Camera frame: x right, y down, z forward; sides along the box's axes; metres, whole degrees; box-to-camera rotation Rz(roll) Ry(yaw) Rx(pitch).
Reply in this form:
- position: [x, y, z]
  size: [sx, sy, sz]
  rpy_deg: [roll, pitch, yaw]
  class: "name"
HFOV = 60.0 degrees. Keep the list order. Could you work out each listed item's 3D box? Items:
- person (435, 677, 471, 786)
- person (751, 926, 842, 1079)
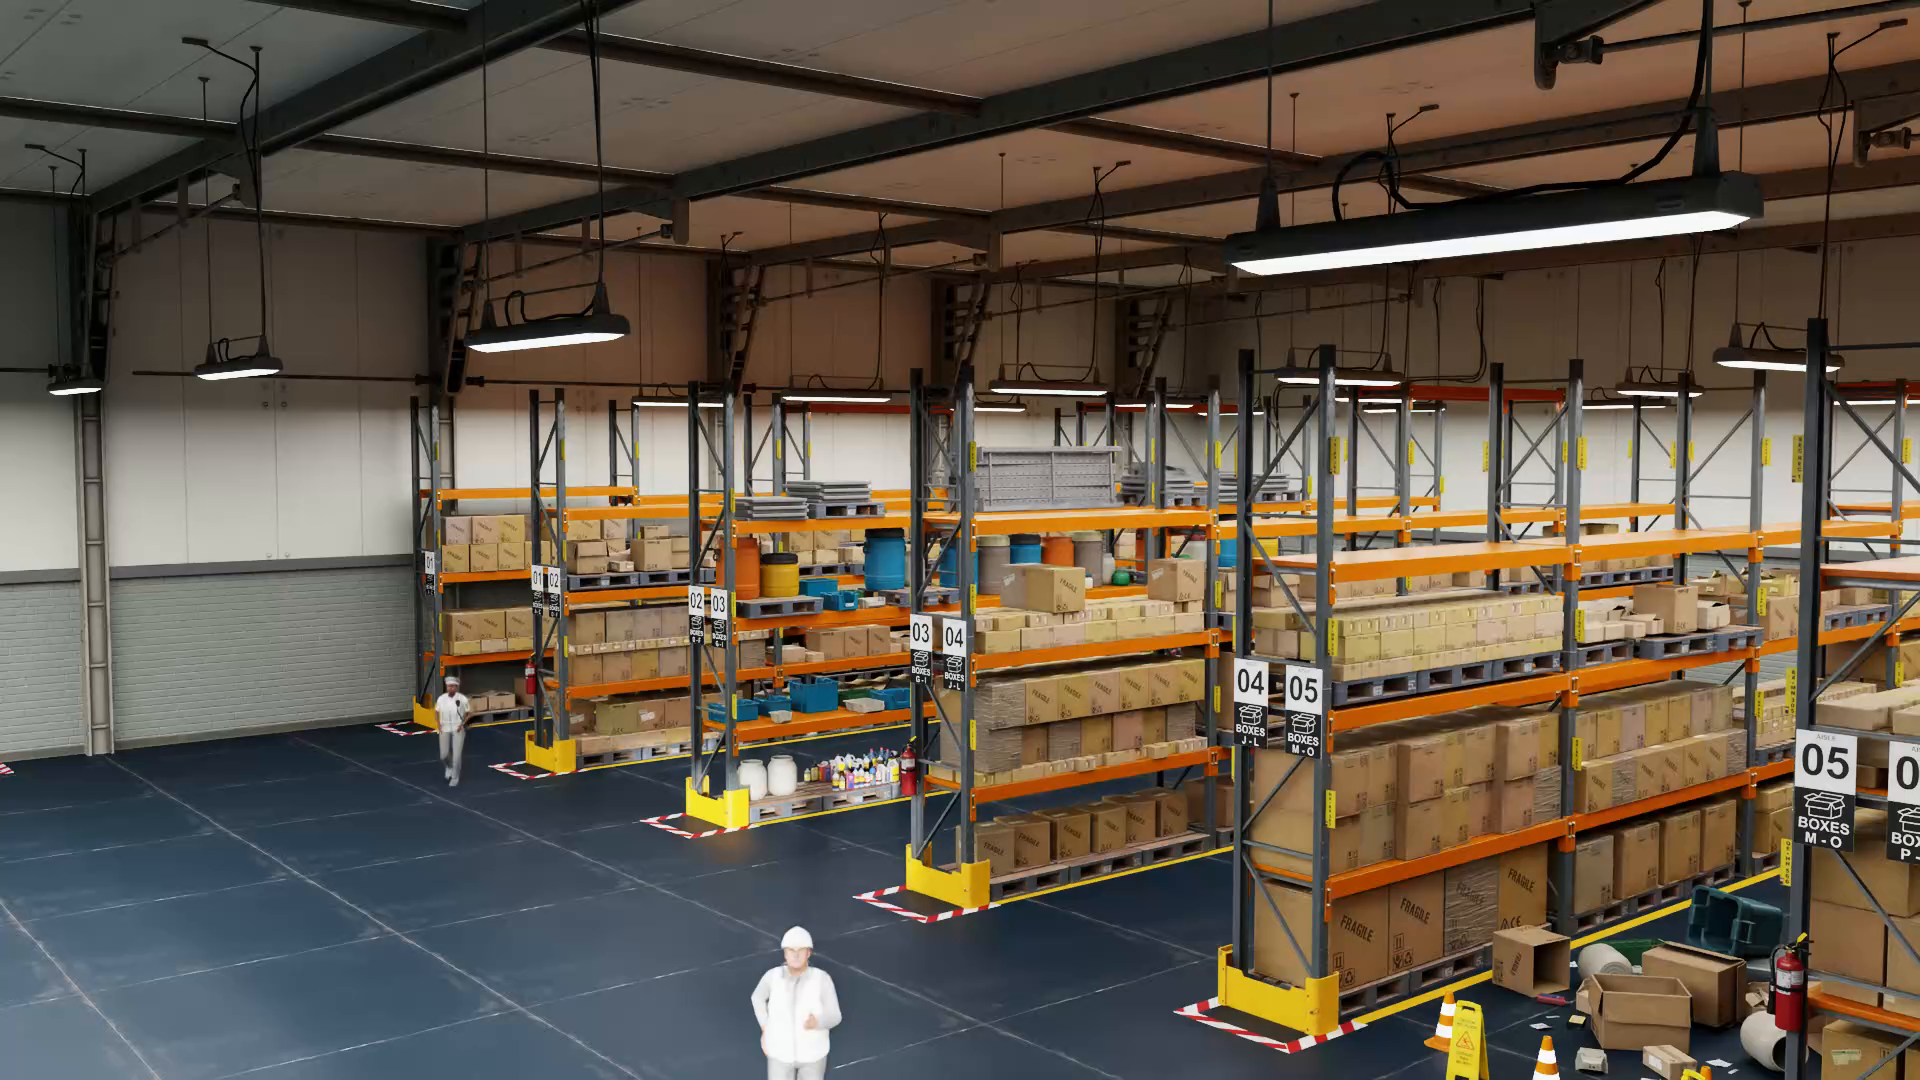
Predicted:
- position: [-7.649, 2.875, 25.025]
  size: [0.541, 1.666, 0.502]
  rpy_deg: [0, 3, -6]
  class: "person"
- position: [-1.138, 3.603, 11.540]
  size: [0.635, 1.824, 0.715]
  rpy_deg: [0, 3, -4]
  class: "person"
